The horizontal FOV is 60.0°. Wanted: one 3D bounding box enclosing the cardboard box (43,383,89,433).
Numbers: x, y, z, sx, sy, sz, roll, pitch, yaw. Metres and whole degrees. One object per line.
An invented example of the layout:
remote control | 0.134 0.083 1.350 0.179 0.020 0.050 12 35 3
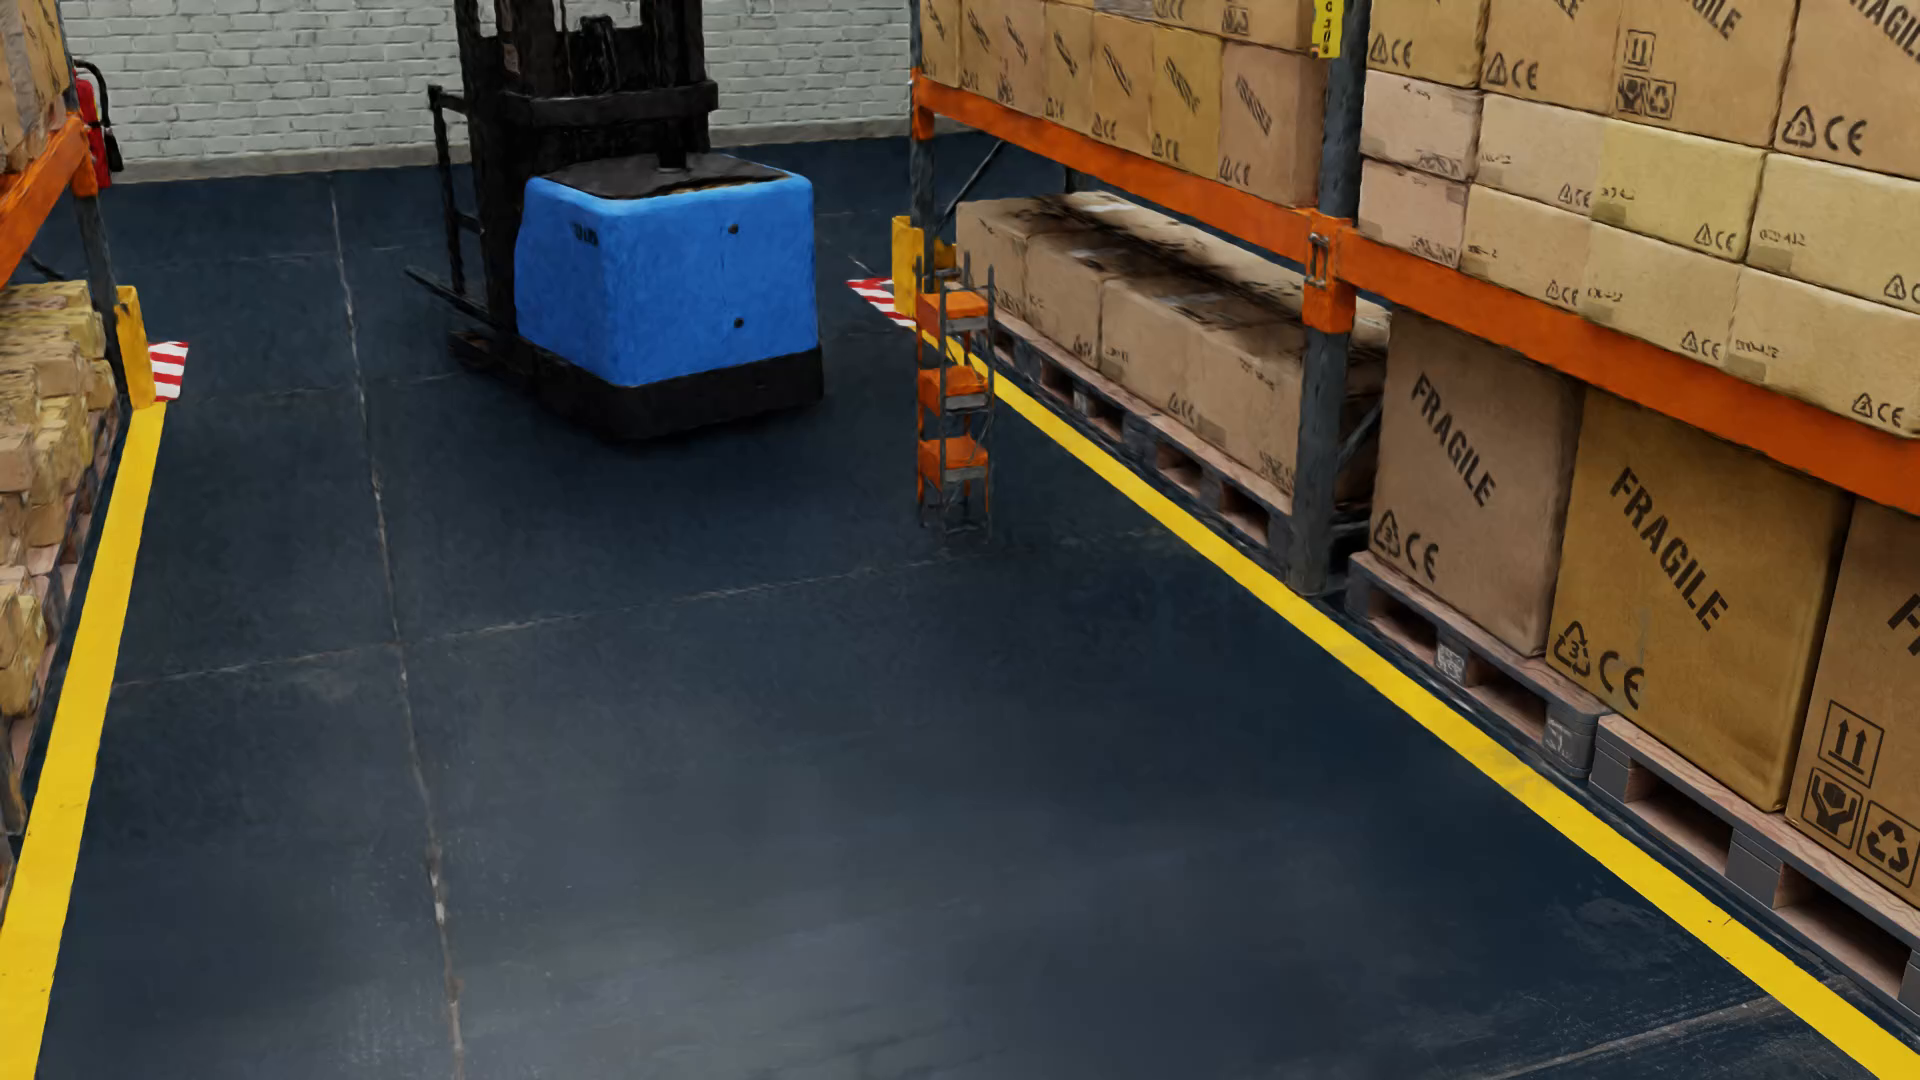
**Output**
cardboard box | -3.540 -0.492 6.303 0.380 0.149 0.250 -8 24 -18

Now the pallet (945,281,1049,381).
pallet | 0.577 -1.154 8.717 1.003 0.211 1.213 -8 24 -19

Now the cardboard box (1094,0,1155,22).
cardboard box | 0.850 -2.275 6.370 0.500 0.500 0.500 -8 24 -18

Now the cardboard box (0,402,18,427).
cardboard box | -3.366 -0.333 5.543 0.380 0.149 0.250 -9 25 -21

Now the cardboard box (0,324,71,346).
cardboard box | -3.672 -0.721 6.462 0.380 0.149 0.250 -9 25 -21

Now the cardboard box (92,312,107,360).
cardboard box | -3.920 -0.867 7.193 0.380 0.149 0.250 -9 24 -20

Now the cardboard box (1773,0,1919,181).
cardboard box | 2.090 -1.022 3.398 0.500 0.500 0.500 -9 24 -20

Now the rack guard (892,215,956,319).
rack guard | 0.213 -1.576 9.345 1.175 0.500 0.348 -8 24 -19

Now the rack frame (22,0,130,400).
rack frame | -4.373 -2.003 7.140 1.000 3.000 0.127 -8 24 -19

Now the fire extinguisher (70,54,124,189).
fire extinguisher | -4.031 -1.950 7.595 0.296 0.674 0.183 -8 24 -19

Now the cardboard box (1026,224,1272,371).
cardboard box | 0.880 -1.174 7.932 0.875 0.438 0.875 -8 24 -18

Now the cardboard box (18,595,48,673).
cardboard box | -2.882 0.298 4.812 0.380 0.149 0.250 -8 24 -17

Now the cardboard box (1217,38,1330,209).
cardboard box | 1.232 -1.445 5.688 0.500 0.500 0.500 -8 24 -19

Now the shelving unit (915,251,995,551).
shelving unit | -0.019 -0.503 6.092 0.215 1.050 0.252 -8 24 -19

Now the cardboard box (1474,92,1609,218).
cardboard box | 1.737 -1.043 4.411 0.500 0.250 0.500 -8 24 -18

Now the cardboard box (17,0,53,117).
cardboard box | -3.797 -1.870 6.314 0.500 0.500 0.500 -9 24 -20

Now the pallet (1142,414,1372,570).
pallet | 1.439 -0.268 6.613 1.003 0.211 1.213 -8 24 -19

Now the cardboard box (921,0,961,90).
cardboard box | 0.123 -2.551 8.312 0.500 0.500 0.500 -9 24 -19

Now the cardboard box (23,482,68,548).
cardboard box | -3.285 -0.072 5.688 0.380 0.149 0.250 -9 24 -20

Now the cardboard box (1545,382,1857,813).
cardboard box | 2.255 0.062 4.437 0.875 0.875 0.875 -8 24 -17

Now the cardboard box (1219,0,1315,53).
cardboard box | 1.210 -1.906 5.494 0.500 0.500 0.500 -9 24 -19

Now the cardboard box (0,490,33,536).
cardboard box | -3.250 -0.107 5.389 0.380 0.149 0.250 -7 24 -17

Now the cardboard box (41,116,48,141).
cardboard box | -3.838 -1.623 6.562 0.380 0.149 0.250 -9 24 -20

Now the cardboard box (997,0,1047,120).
cardboard box | 0.490 -2.184 7.441 0.500 0.500 0.500 -8 24 -19

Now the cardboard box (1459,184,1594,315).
cardboard box | 1.727 -0.812 4.509 0.500 0.250 0.500 -9 24 -20

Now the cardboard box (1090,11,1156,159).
cardboard box | 0.854 -1.812 6.558 0.500 0.500 0.500 -9 24 -20

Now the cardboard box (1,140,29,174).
cardboard box | -3.661 -1.434 6.113 0.380 0.149 0.250 -9 25 -21

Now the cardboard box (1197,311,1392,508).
cardboard box | 1.513 -0.521 6.383 0.875 0.438 0.875 -9 24 -20

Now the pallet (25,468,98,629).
pallet | -3.666 0.052 5.854 1.003 0.211 1.213 -8 24 -19

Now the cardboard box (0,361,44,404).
cardboard box | -3.535 -0.520 5.985 0.380 0.149 0.250 -9 25 -21

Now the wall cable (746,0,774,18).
wall cable | -1.792 -5.247 13.489 0.585 1.953 0.123 -8 24 -19

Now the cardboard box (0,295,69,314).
cardboard box | -3.914 -0.900 6.888 0.380 0.149 0.250 -8 24 -18

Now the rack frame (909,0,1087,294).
rack frame | 0.222 -2.719 8.839 1.000 3.000 0.127 -8 24 -19

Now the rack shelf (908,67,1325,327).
rack shelf | 0.928 -1.661 7.254 1.077 0.370 4.000 -8 24 -19

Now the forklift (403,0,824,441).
forklift | -1.922 -2.279 7.884 1.130 2.935 3.031 -17 28 -34

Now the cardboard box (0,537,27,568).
cardboard box | -3.155 0.129 5.212 0.380 0.149 0.250 -9 24 -20

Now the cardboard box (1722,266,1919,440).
cardboard box | 2.062 -0.441 3.628 0.500 0.250 0.500 -9 24 -20

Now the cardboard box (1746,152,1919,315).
cardboard box | 2.071 -0.672 3.532 0.500 0.250 0.500 -9 25 -21

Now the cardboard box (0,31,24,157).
cardboard box | -3.442 -1.505 5.447 0.500 0.500 0.500 -7 24 -16

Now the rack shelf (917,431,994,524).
rack shelf | -0.019 -0.237 6.204 0.215 0.259 0.240 -8 24 -19

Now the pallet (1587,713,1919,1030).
pallet | 2.413 0.734 4.238 1.003 0.211 1.213 -8 24 -19

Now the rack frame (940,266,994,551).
rack frame | 0.024 -0.459 5.987 0.200 1.050 0.008 -8 24 -19

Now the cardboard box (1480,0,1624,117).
cardboard box | 1.727 -1.392 4.274 0.500 0.500 0.500 -8 24 -19

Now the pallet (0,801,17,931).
pallet | -2.684 1.018 3.563 1.003 0.211 1.213 -8 24 -19

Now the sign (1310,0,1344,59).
sign | 1.116 -1.624 5.025 0.100 0.325 0.005 -8 24 -19

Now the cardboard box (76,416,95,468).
cardboard box | -3.546 -0.361 6.374 0.380 0.149 0.250 -9 25 -21

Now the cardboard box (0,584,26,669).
cardboard box | -2.789 0.258 4.523 0.380 0.149 0.250 -7 24 -17

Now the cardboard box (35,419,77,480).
cardboard box | -3.343 -0.300 5.847 0.380 0.149 0.250 -8 24 -18

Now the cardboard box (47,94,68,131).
cardboard box | -3.994 -1.808 7.000 0.380 0.149 0.250 -8 24 -19
